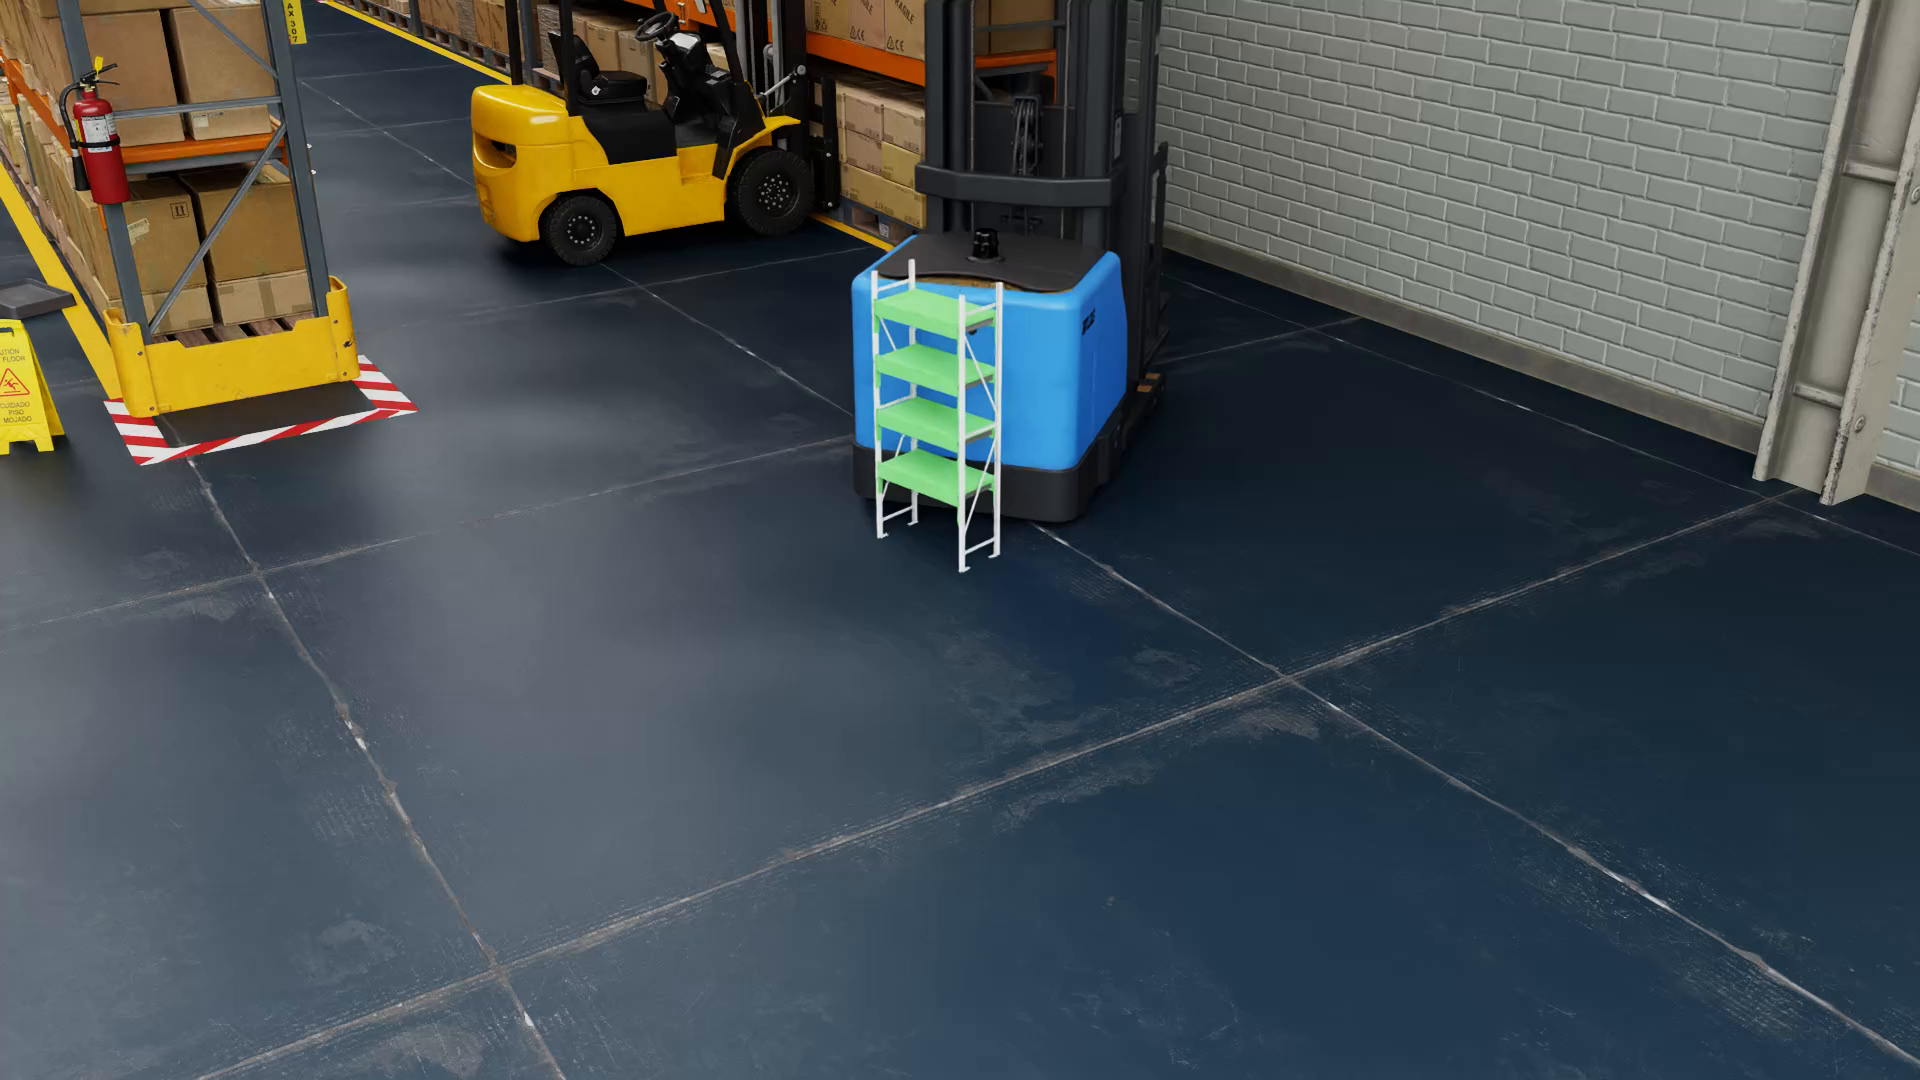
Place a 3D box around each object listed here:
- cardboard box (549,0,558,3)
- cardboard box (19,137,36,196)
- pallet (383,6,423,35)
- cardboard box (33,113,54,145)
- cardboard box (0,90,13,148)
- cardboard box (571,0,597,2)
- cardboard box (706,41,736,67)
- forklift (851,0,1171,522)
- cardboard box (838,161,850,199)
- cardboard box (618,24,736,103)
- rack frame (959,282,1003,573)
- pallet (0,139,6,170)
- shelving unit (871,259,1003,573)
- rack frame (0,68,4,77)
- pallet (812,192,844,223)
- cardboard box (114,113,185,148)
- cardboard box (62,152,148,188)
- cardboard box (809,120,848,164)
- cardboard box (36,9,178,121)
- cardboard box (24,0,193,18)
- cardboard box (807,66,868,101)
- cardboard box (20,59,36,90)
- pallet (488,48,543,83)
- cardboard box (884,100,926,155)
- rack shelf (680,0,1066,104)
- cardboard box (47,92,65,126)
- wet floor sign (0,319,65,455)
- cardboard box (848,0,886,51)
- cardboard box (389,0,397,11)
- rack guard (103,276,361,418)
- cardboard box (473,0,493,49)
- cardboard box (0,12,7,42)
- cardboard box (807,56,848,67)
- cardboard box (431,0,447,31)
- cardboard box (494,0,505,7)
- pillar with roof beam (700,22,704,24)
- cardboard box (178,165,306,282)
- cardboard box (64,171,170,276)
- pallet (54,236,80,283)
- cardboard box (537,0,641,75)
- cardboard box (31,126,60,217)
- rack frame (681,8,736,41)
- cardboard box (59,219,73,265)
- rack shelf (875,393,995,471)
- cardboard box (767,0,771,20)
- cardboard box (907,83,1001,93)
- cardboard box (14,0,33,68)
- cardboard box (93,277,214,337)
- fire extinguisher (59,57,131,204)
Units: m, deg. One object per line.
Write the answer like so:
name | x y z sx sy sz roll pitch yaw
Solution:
cardboard box | -4.278 -5.622 18.083 0.500 0.500 0.500 -15 29 -29
cardboard box | -6.293 -2.767 12.183 0.950 0.372 0.625 -15 29 -29
pallet | -6.589 -6.582 20.946 1.003 0.211 1.213 -16 29 -30
cardboard box | -5.460 -2.545 10.219 0.380 0.149 0.250 -14 29 -27
cardboard box | -7.479 -3.544 13.829 0.950 0.372 0.625 -16 30 -31
cardboard box | -4.055 -5.779 17.654 0.380 0.149 0.250 -14 29 -27
cardboard box | -1.847 -3.889 13.531 0.500 0.250 0.500 -16 30 -30
forklift | 0.454 -2.009 8.072 1.130 2.935 3.031 8 26 16
cardboard box | -0.715 -2.707 12.200 0.500 0.250 0.500 -15 29 -29
cardboard box | -2.560 -4.315 15.168 0.875 0.625 0.625 -16 30 -30
rack frame | 0.083 -0.443 6.783 0.015 1.200 0.240 22 33 38
pallet | -7.763 -3.468 14.349 1.003 0.211 1.213 -16 29 -30
shelving unit | -0.096 -0.514 6.933 0.503 1.200 0.258 22 33 38
rack frame | -8.189 -5.009 14.346 1.000 3.000 0.127 -16 29 -30
pallet | -0.779 -2.744 12.816 1.003 0.211 1.213 -16 29 -30
cardboard box | -4.205 -2.118 8.516 0.380 0.149 0.250 -14 29 -28
cardboard box | -4.734 -2.068 9.207 0.380 0.149 0.250 -15 29 -28
cardboard box | -0.756 -2.941 12.109 0.500 0.250 0.500 -16 30 -31
cardboard box | -4.348 -2.457 8.475 0.500 0.500 0.500 -16 30 -30
cardboard box | -4.283 -2.911 8.266 0.700 0.500 0.500 -16 30 -31
cardboard box | -1.015 -3.338 12.366 0.500 0.250 0.500 -16 30 -31
cardboard box | -5.411 -2.817 9.998 0.380 0.149 0.250 -15 29 -29
pallet | -4.408 -5.182 17.979 1.003 0.211 1.213 -16 29 -30
cardboard box | -0.177 -2.796 11.217 0.500 0.250 0.500 -14 29 -28
rack shelf | -0.756 -3.695 12.407 1.077 0.370 4.000 -16 29 -30
cardboard box | -4.724 -2.364 9.038 0.380 0.149 0.250 -15 29 -29
wet floor sign | -4.614 -0.765 8.115 0.267 0.644 0.232 -6 26 -12
cardboard box | -0.429 -3.653 11.358 0.500 0.500 0.500 -15 29 -28
cardboard box | -6.960 -6.810 20.872 0.396 0.266 0.258 -14 29 -28
rack guard | -3.863 -1.044 8.876 1.175 0.500 0.348 -16 29 -30
cardboard box | -4.995 -5.695 18.237 0.500 0.500 0.500 -14 29 -27
cardboard box | -5.998 -3.535 10.760 0.500 0.500 0.500 -16 29 -30
cardboard box | -0.863 -3.642 13.009 0.500 0.250 0.500 -15 29 -29
cardboard box | -5.841 -6.243 19.398 0.500 0.500 0.500 -16 30 -30
cardboard box | -4.689 -5.728 17.546 0.380 0.149 0.250 -17 30 -32
pillar with roof beam | -6.172 -7.620 12.851 9.100 9.000 0.400 -16 29 -30
cardboard box | -4.043 -1.794 9.388 0.500 0.500 0.500 -17 30 -31
cardboard box | -4.765 -1.845 9.494 0.500 0.500 0.500 -14 29 -28
pallet | -5.609 -2.085 11.419 1.003 0.211 1.213 -16 29 -30
cardboard box | -3.703 -5.057 16.737 0.875 0.625 0.625 -15 29 -28
cardboard box | -5.607 -2.401 10.673 0.500 0.500 0.500 -14 29 -28
rack frame | -1.848 -4.736 13.769 1.000 3.000 0.127 -16 29 -30
cardboard box | -5.316 -1.873 10.433 0.500 0.250 0.500 -16 30 -30
rack shelf | -0.096 -0.456 6.960 0.480 0.148 0.258 22 33 38
cardboard box | -1.249 -4.198 12.513 0.500 0.500 0.500 -16 30 -30
cardboard box | -0.044 -3.098 11.856 0.500 0.250 0.500 -15 29 -29
cardboard box | -5.149 -3.003 9.631 0.500 0.500 0.500 -15 29 -29
cardboard box | -4.501 -1.329 9.280 0.500 0.250 0.500 -16 29 -30
fire extinguisher | -4.145 -1.964 7.987 0.296 0.674 0.183 -16 29 -30
